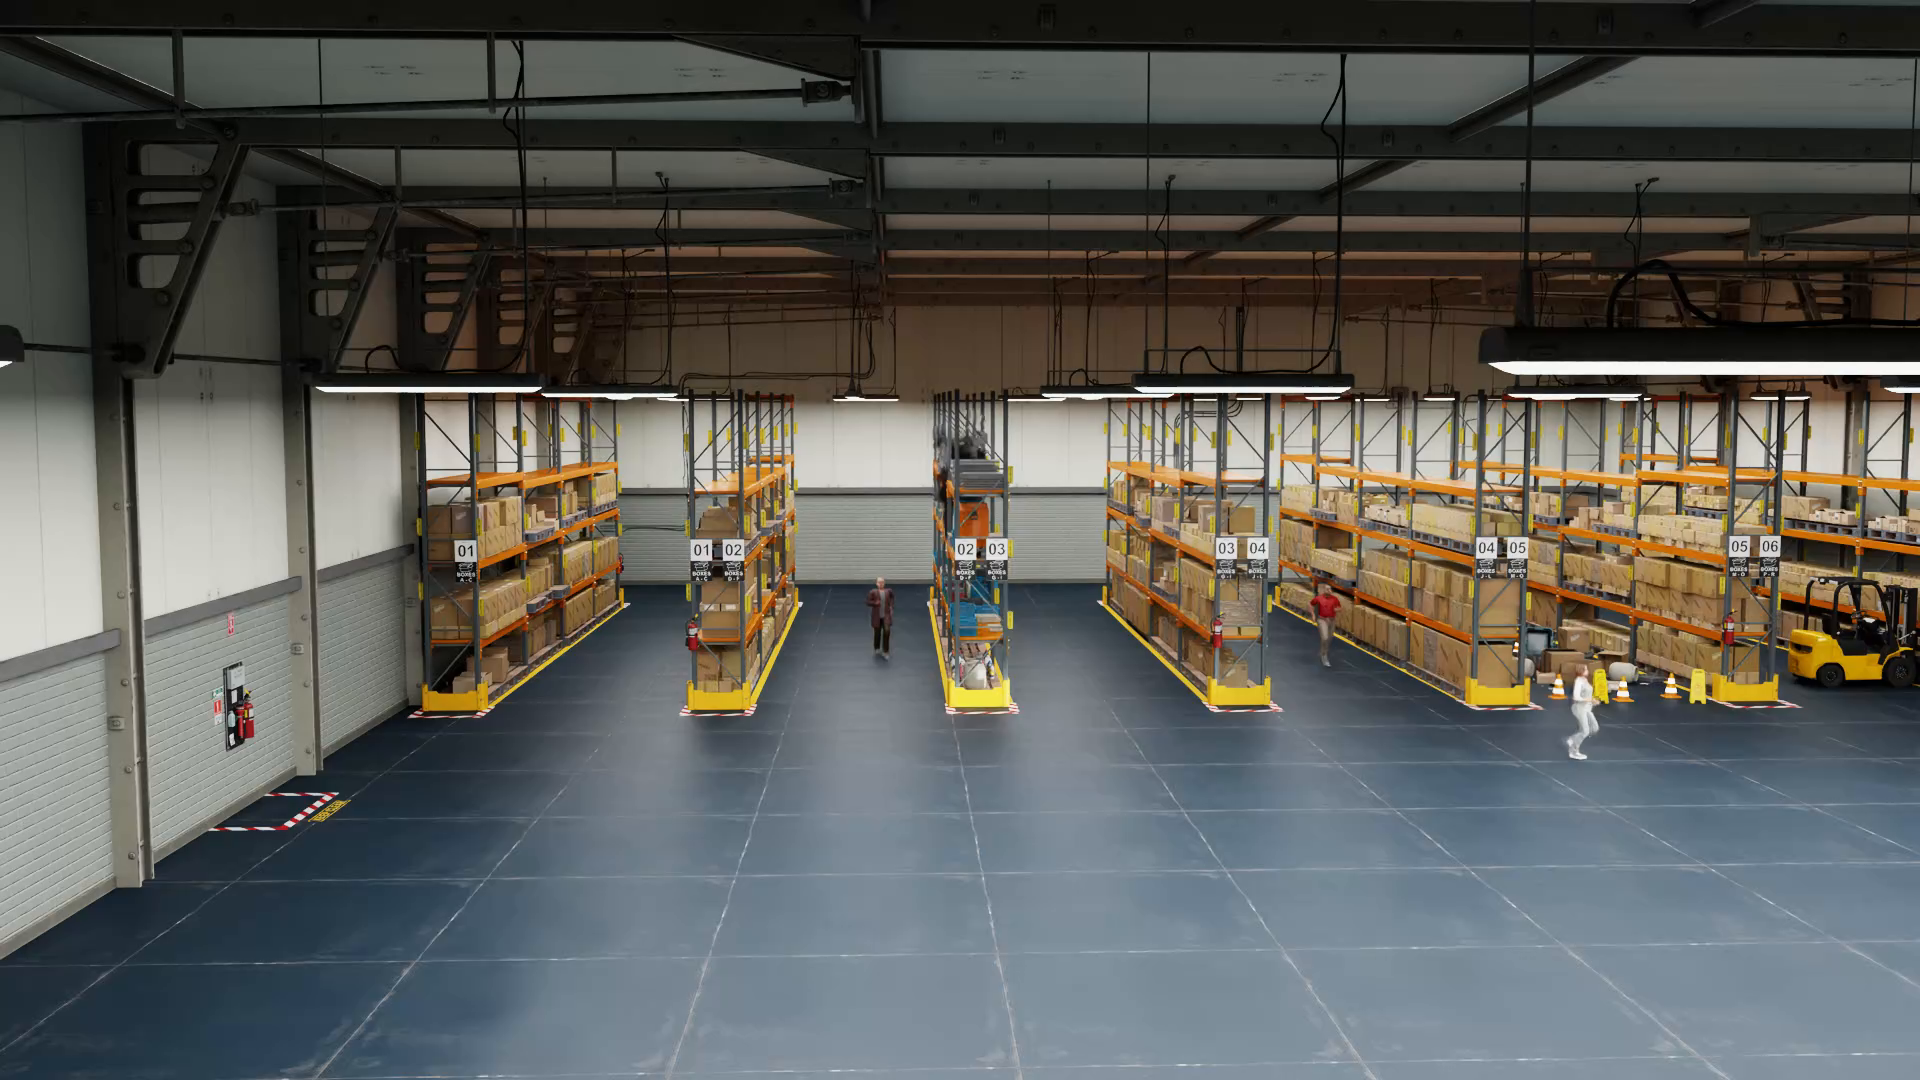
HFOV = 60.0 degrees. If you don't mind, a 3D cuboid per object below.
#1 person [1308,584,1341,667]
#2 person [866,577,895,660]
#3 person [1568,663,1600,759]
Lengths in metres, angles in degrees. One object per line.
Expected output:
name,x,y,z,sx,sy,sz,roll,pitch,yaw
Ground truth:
person,8.086,1.870,36.712,0.642,1.794,0.799,-1,5,-14
person,-1.785,1.760,37.582,0.692,1.833,0.850,-1,5,-11
person,10.066,2.756,26.779,0.536,1.556,0.526,3,6,35
